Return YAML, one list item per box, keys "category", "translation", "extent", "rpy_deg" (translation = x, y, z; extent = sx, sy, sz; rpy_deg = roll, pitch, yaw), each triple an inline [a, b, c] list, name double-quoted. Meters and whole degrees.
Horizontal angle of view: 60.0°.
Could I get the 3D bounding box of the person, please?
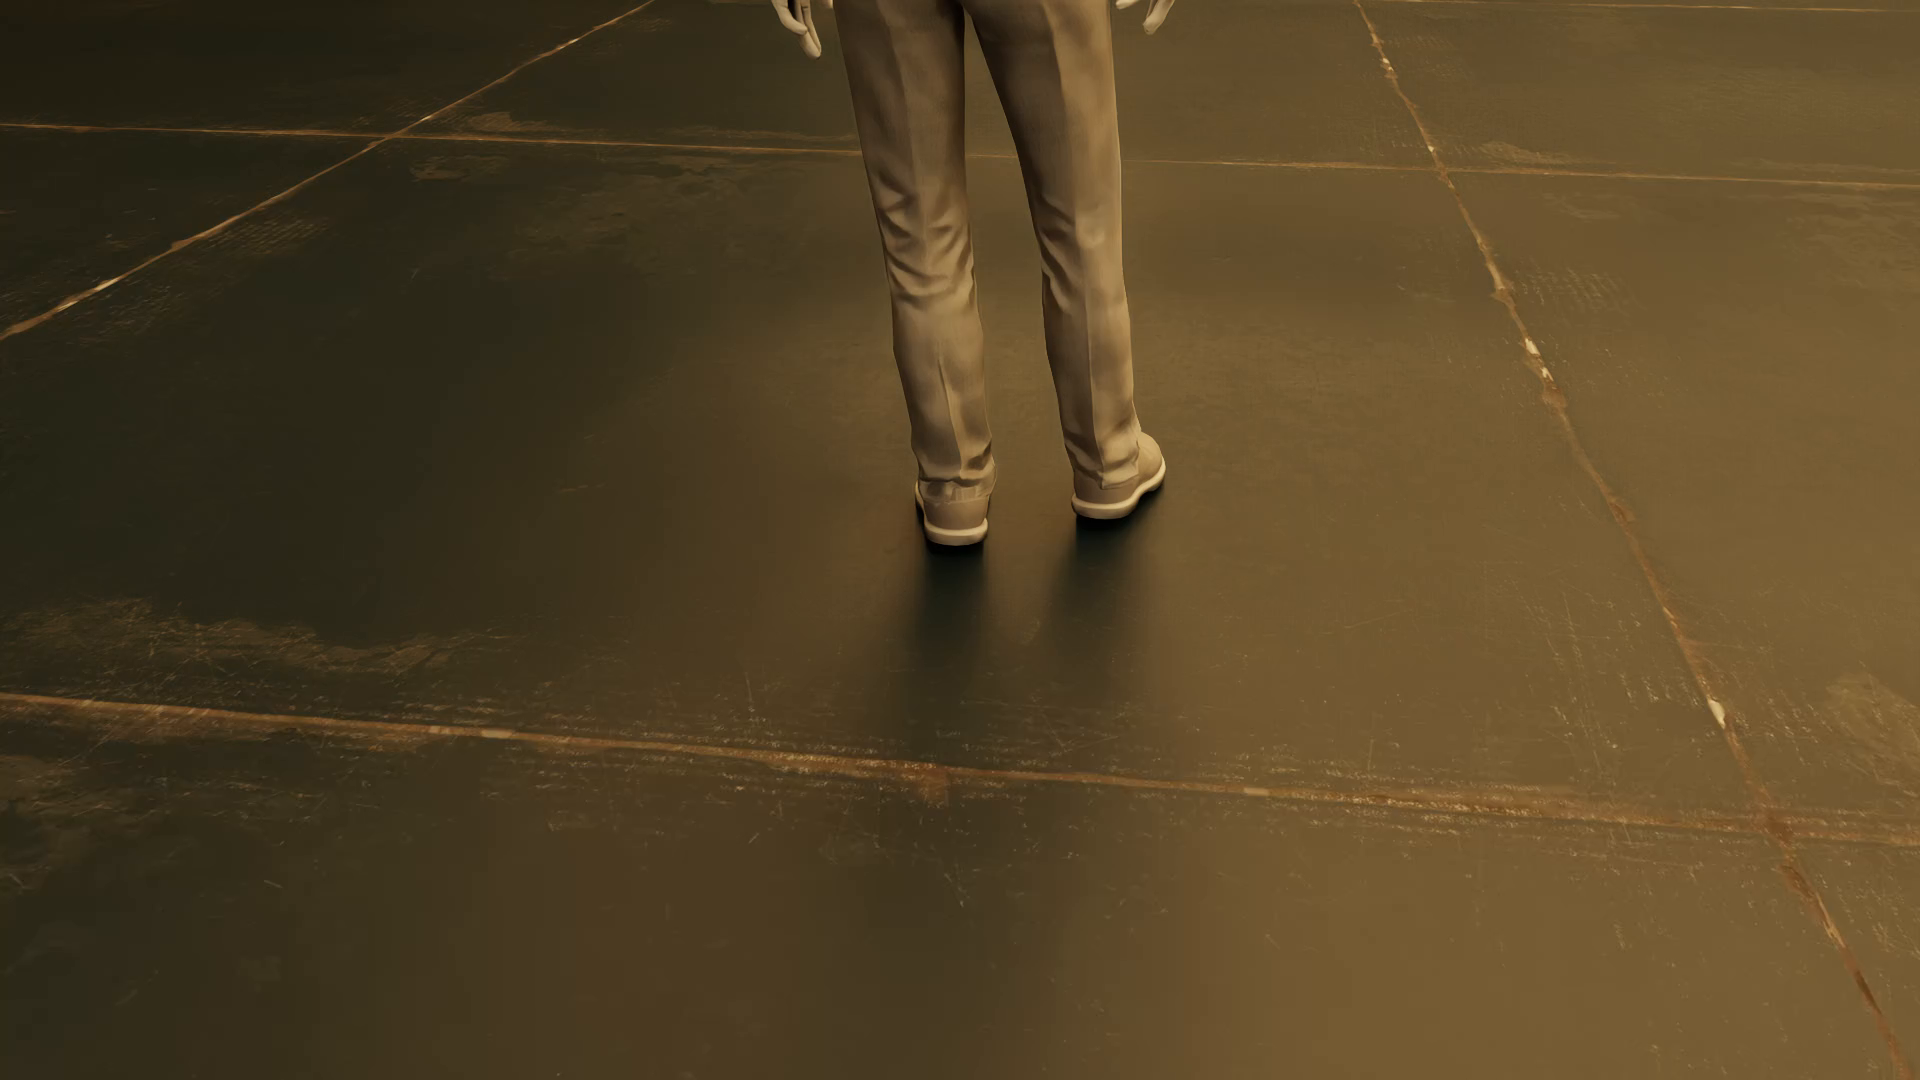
- category: "person"
  translation: [0.016, -0.795, 2.179]
  extent: [0.586, 1.694, 0.530]
  rpy_deg: [3, 27, 7]
